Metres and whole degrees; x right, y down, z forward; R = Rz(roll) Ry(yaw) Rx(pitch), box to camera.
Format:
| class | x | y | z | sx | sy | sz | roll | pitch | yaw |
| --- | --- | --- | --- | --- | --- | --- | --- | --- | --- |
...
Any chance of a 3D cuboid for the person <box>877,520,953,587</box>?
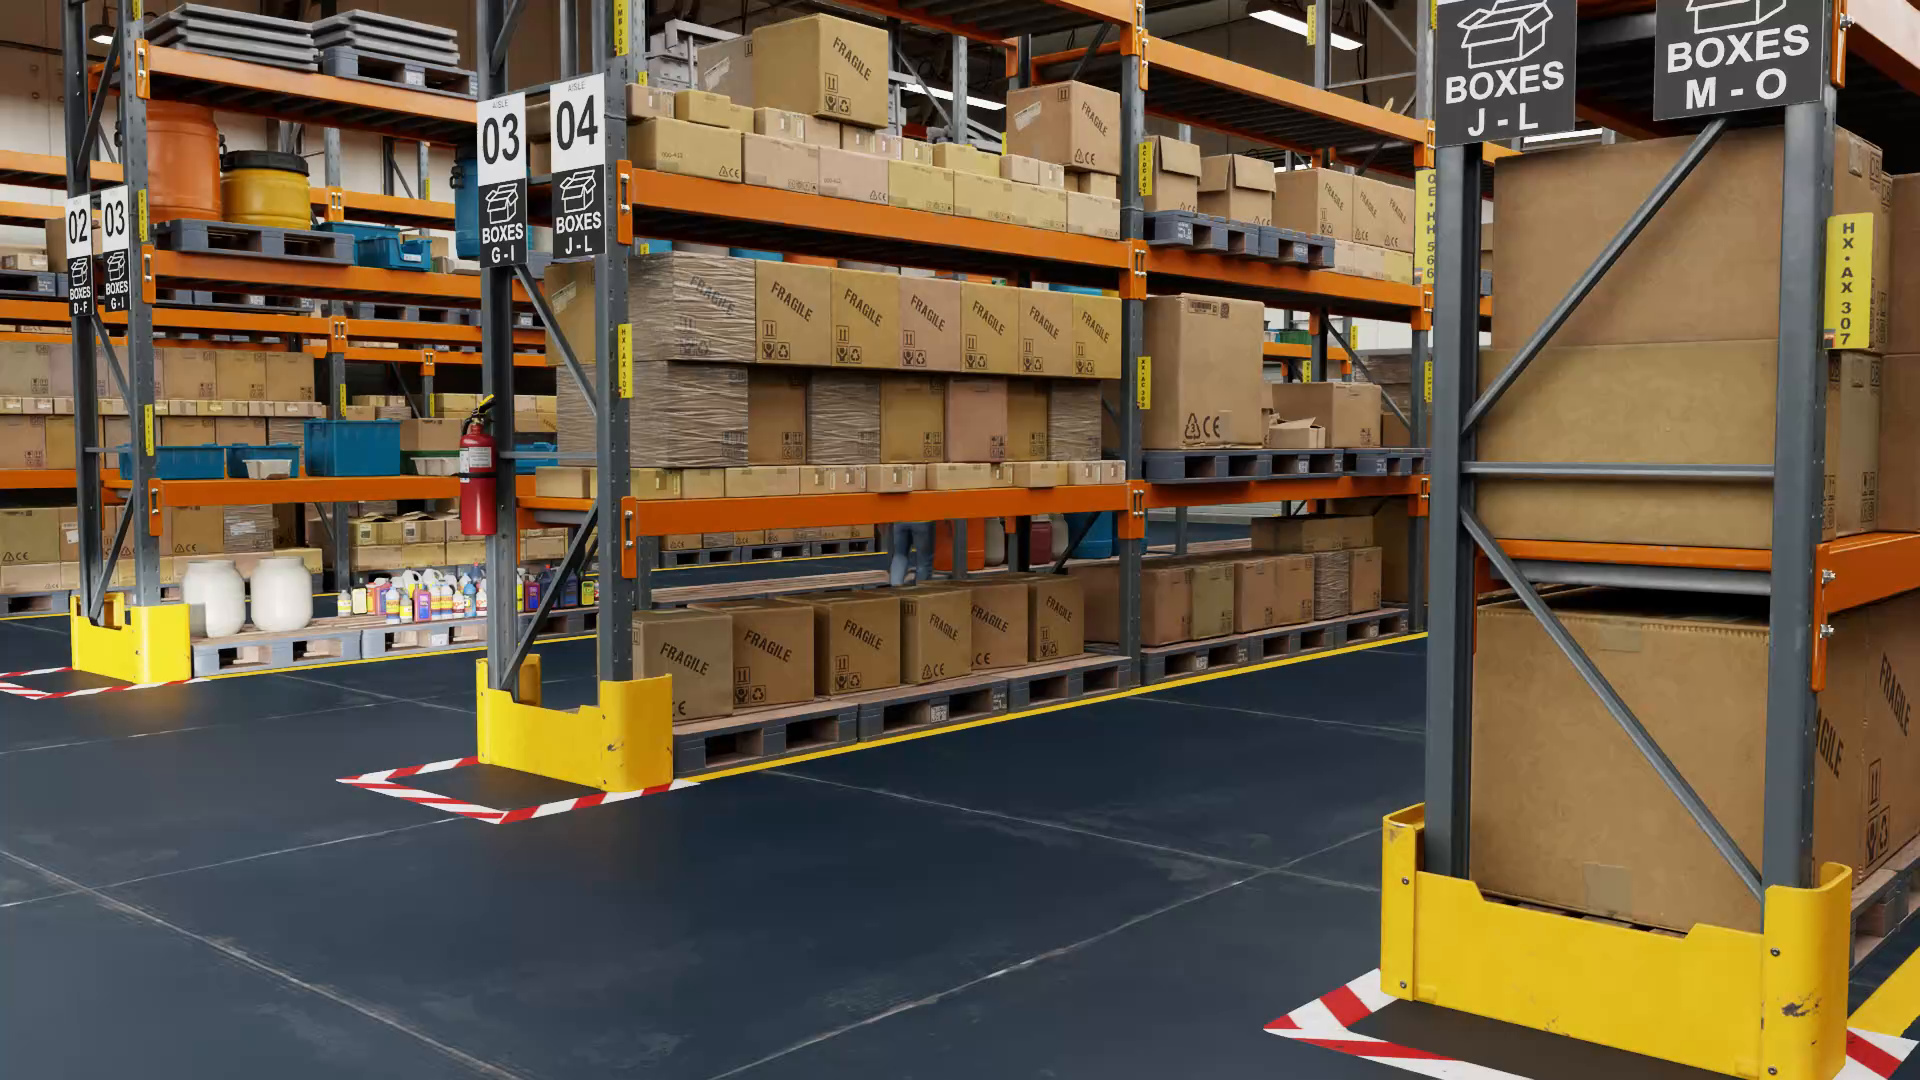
| class | x | y | z | sx | sy | sz | roll | pitch | yaw |
| --- | --- | --- | --- | --- | --- | --- | --- | --- | --- |
| person | -0.345 | -0.184 | 14.397 | 0.663 | 1.759 | 0.618 | 1 | 4 | 22 |
